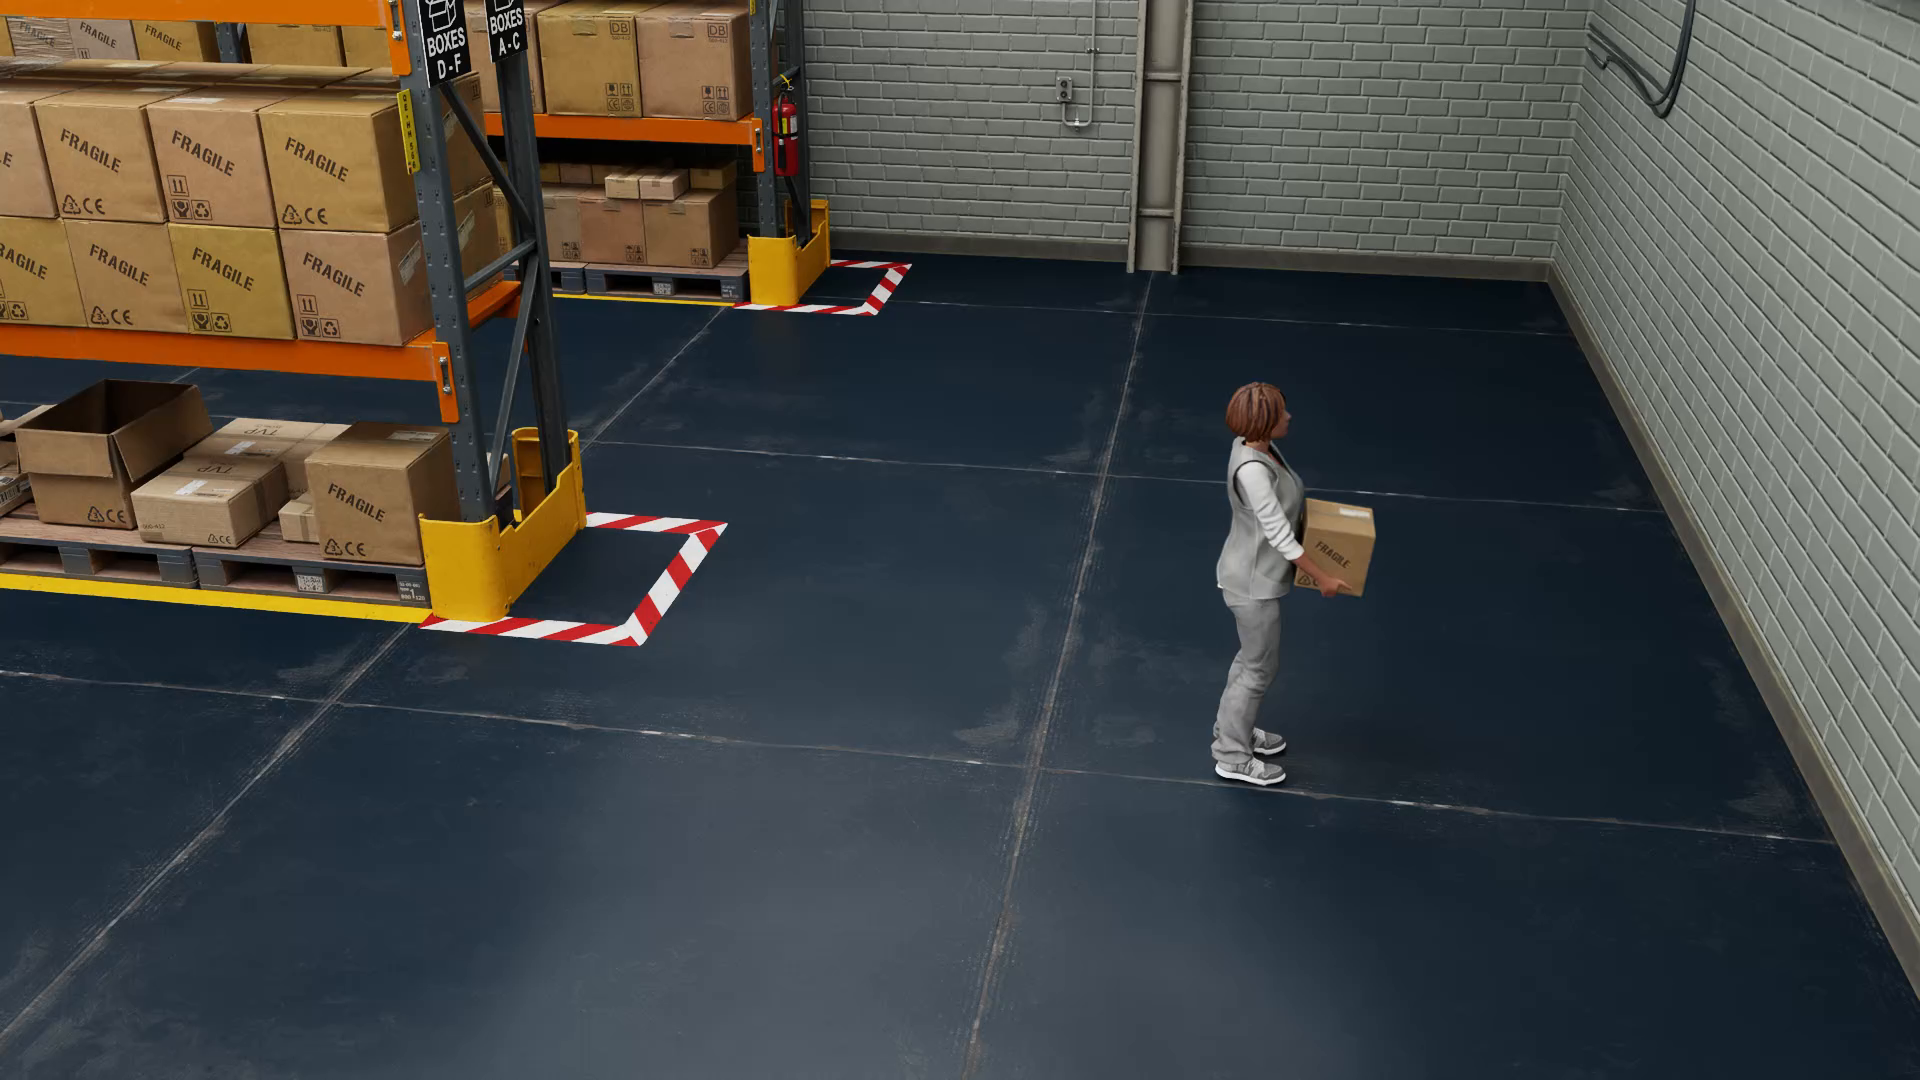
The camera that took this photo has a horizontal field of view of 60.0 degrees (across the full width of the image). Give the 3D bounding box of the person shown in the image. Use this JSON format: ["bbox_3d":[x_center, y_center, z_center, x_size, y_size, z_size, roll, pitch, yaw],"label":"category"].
[{"bbox_3d":[1.209,0.169,6.269,0.496,1.588,0.408,4,26,9],"label":"person"}]
